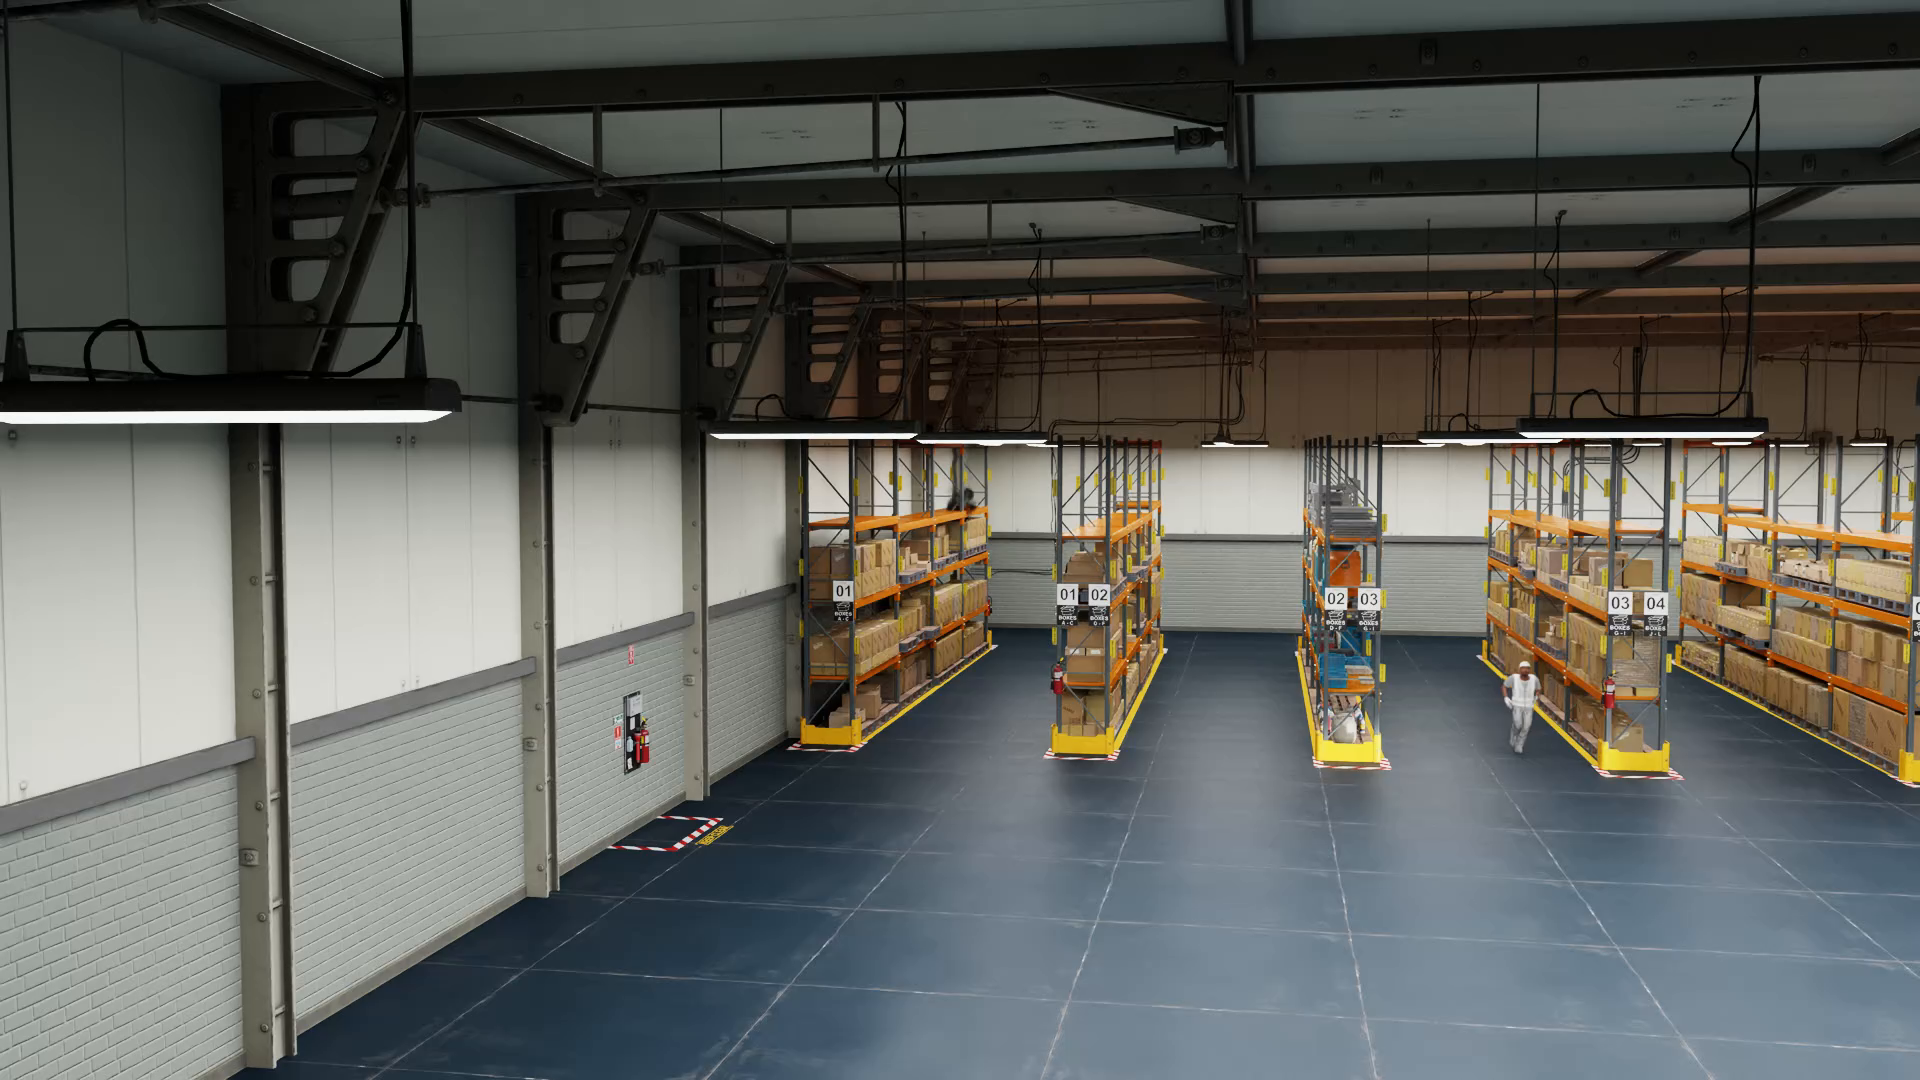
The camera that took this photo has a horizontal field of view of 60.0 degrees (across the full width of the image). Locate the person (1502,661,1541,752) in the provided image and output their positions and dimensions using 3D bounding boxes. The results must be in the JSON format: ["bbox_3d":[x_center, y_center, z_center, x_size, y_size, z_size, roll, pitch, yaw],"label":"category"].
[{"bbox_3d":[10.638,3.153,31.409,0.688,1.732,0.568,0,3,5],"label":"person"}]

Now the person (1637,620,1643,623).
[{"bbox_3d":[17.803,2.467,43.883,0.651,1.840,0.684,1,3,23],"label":"person"}]
